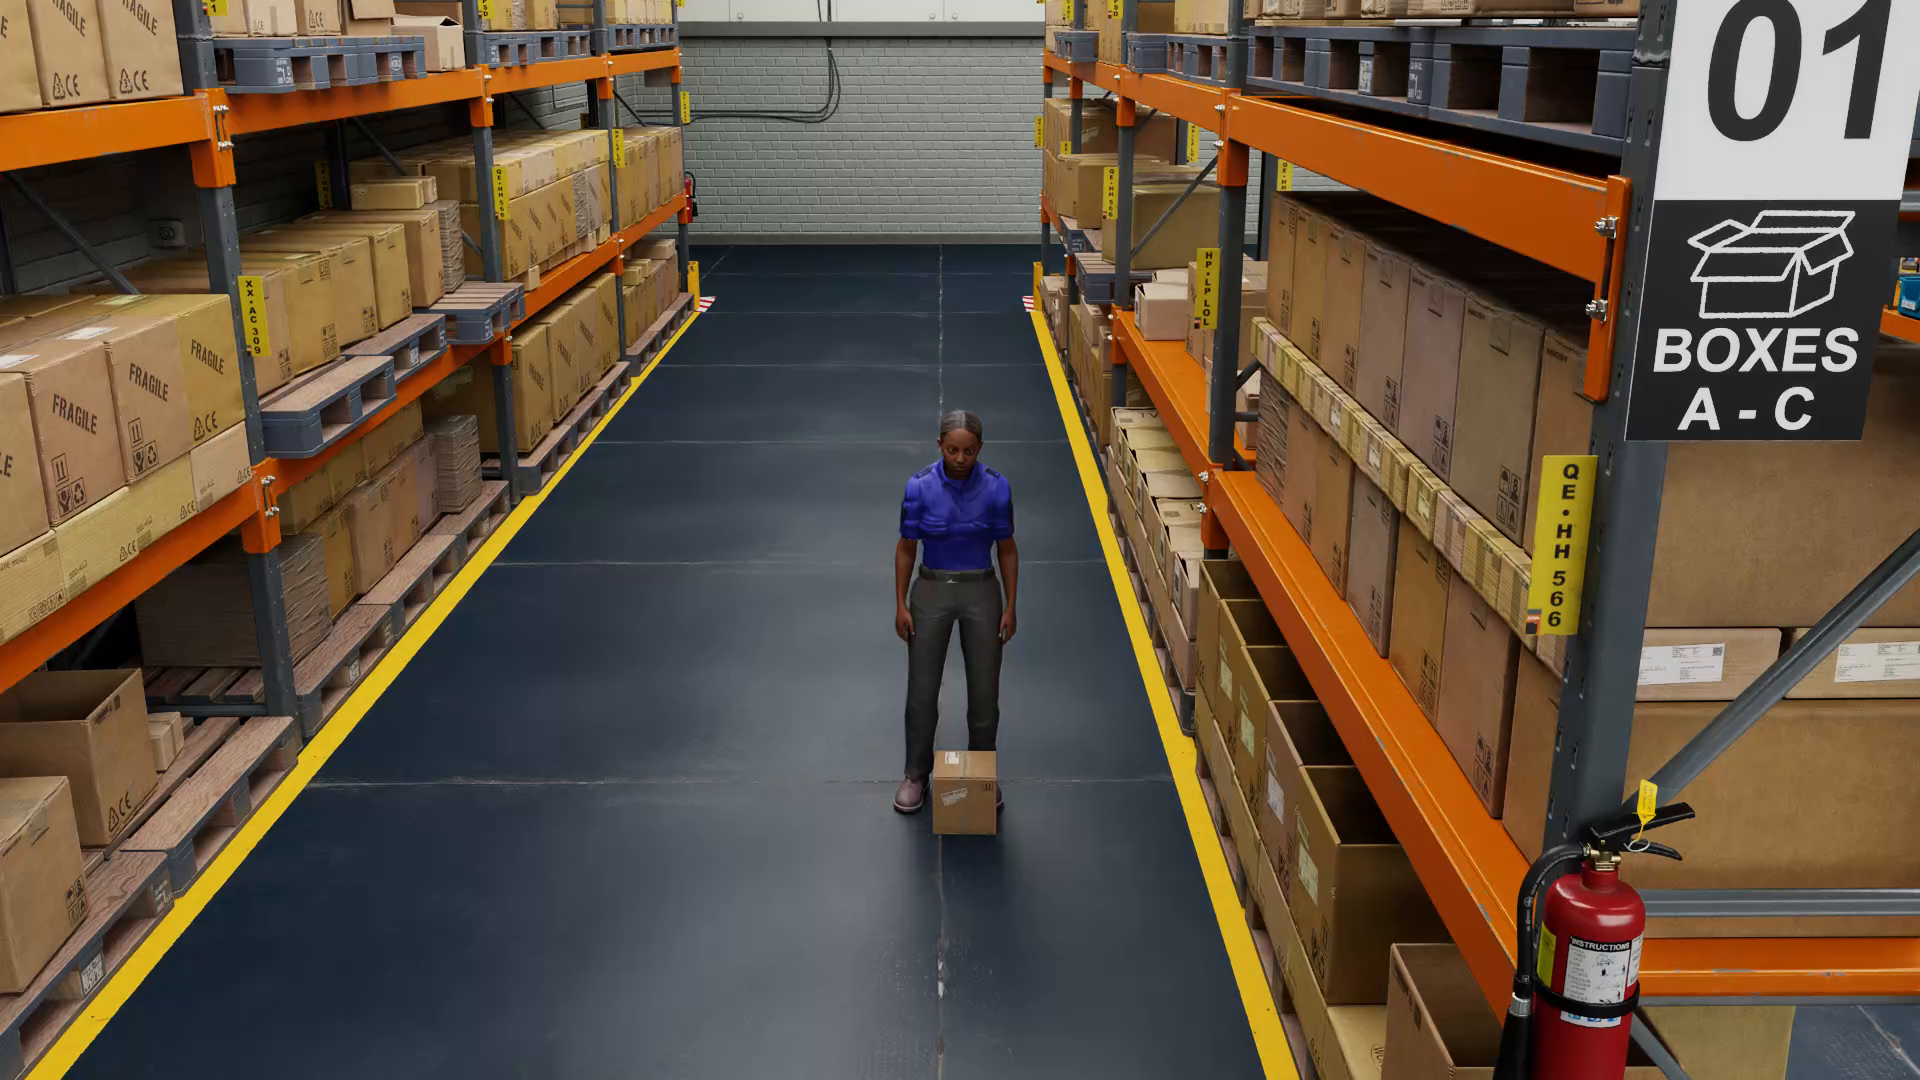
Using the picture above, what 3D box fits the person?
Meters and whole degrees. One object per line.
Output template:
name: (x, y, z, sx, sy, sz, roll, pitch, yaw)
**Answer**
person: (-0.020, 0.273, 6.675, 0.506, 1.655, 0.350, 0, 17, 0)
